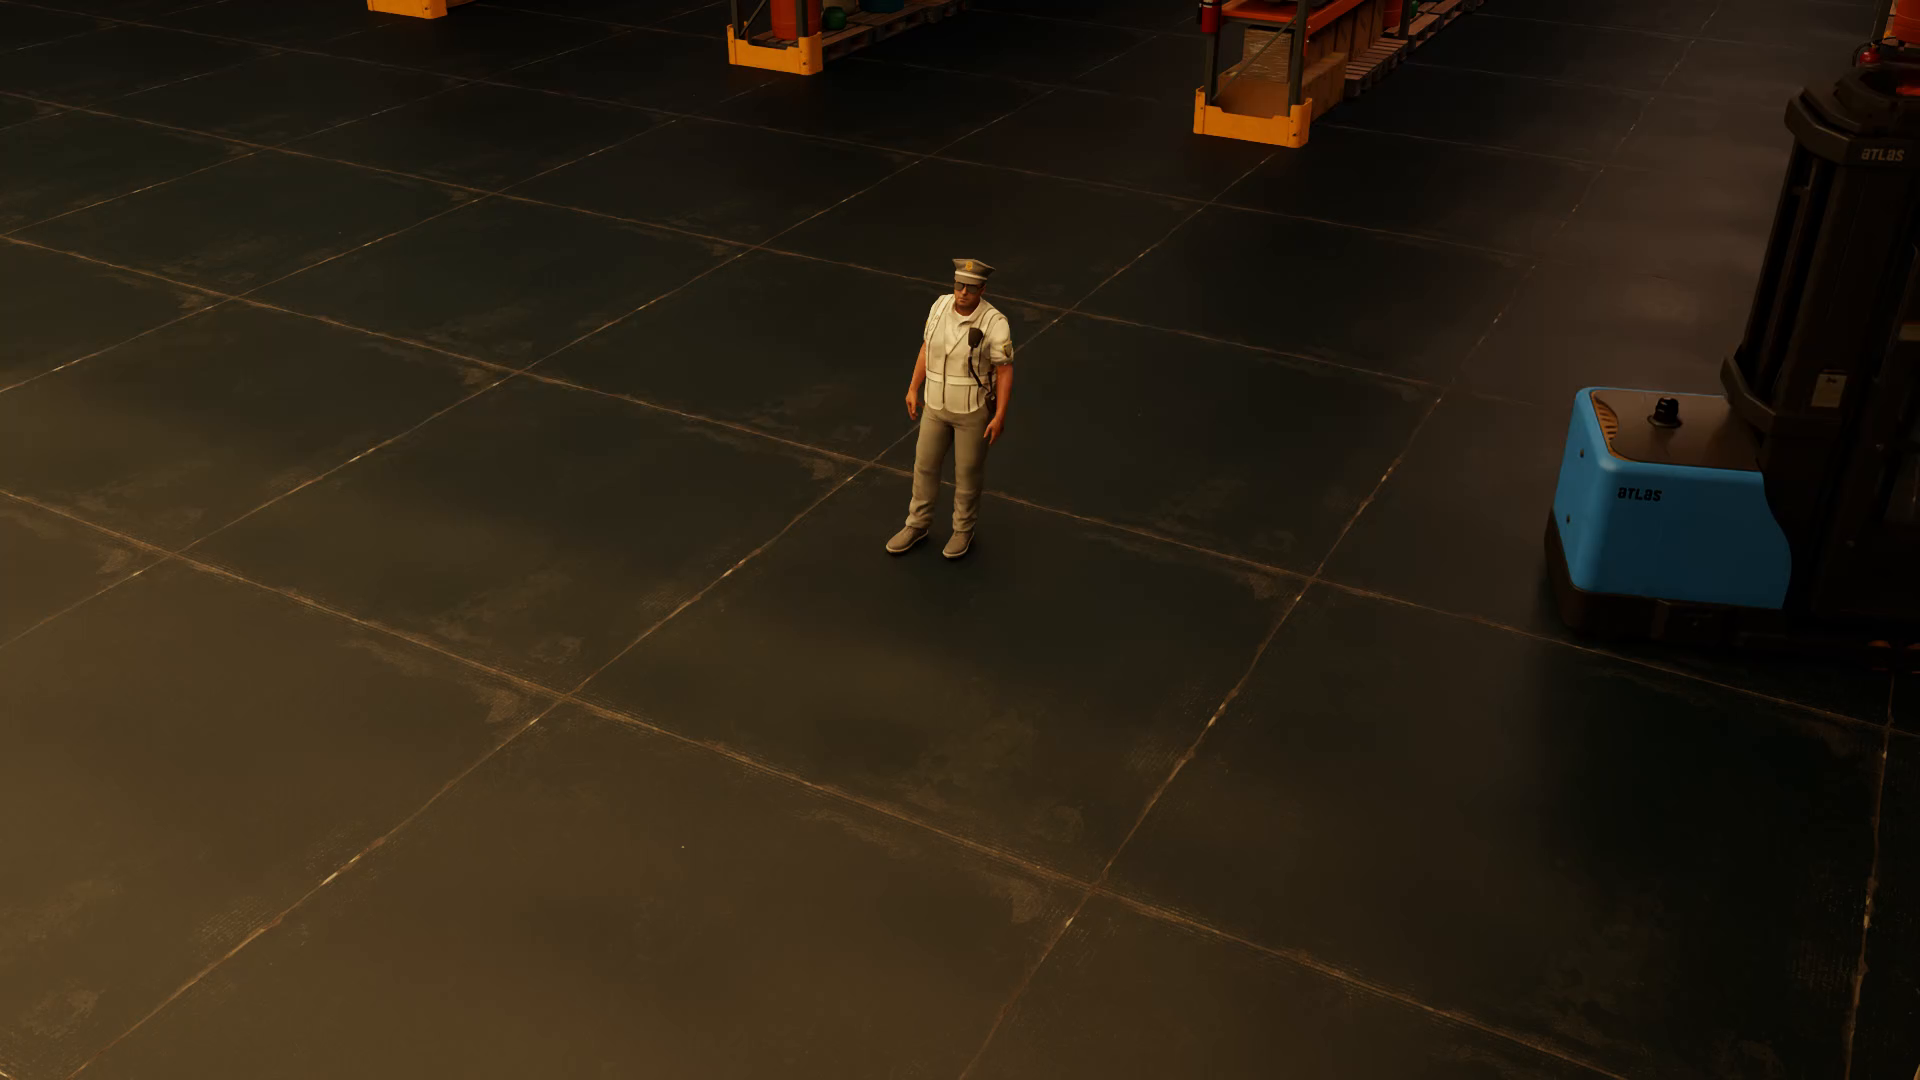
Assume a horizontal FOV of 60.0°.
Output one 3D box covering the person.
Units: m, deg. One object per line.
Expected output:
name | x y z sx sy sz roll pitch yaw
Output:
person | -0.048 -0.747 9.499 0.641 1.780 0.574 15 33 25

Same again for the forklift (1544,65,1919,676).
forklift | 4.861 -0.843 8.531 3.031 2.935 1.130 5 30 9
